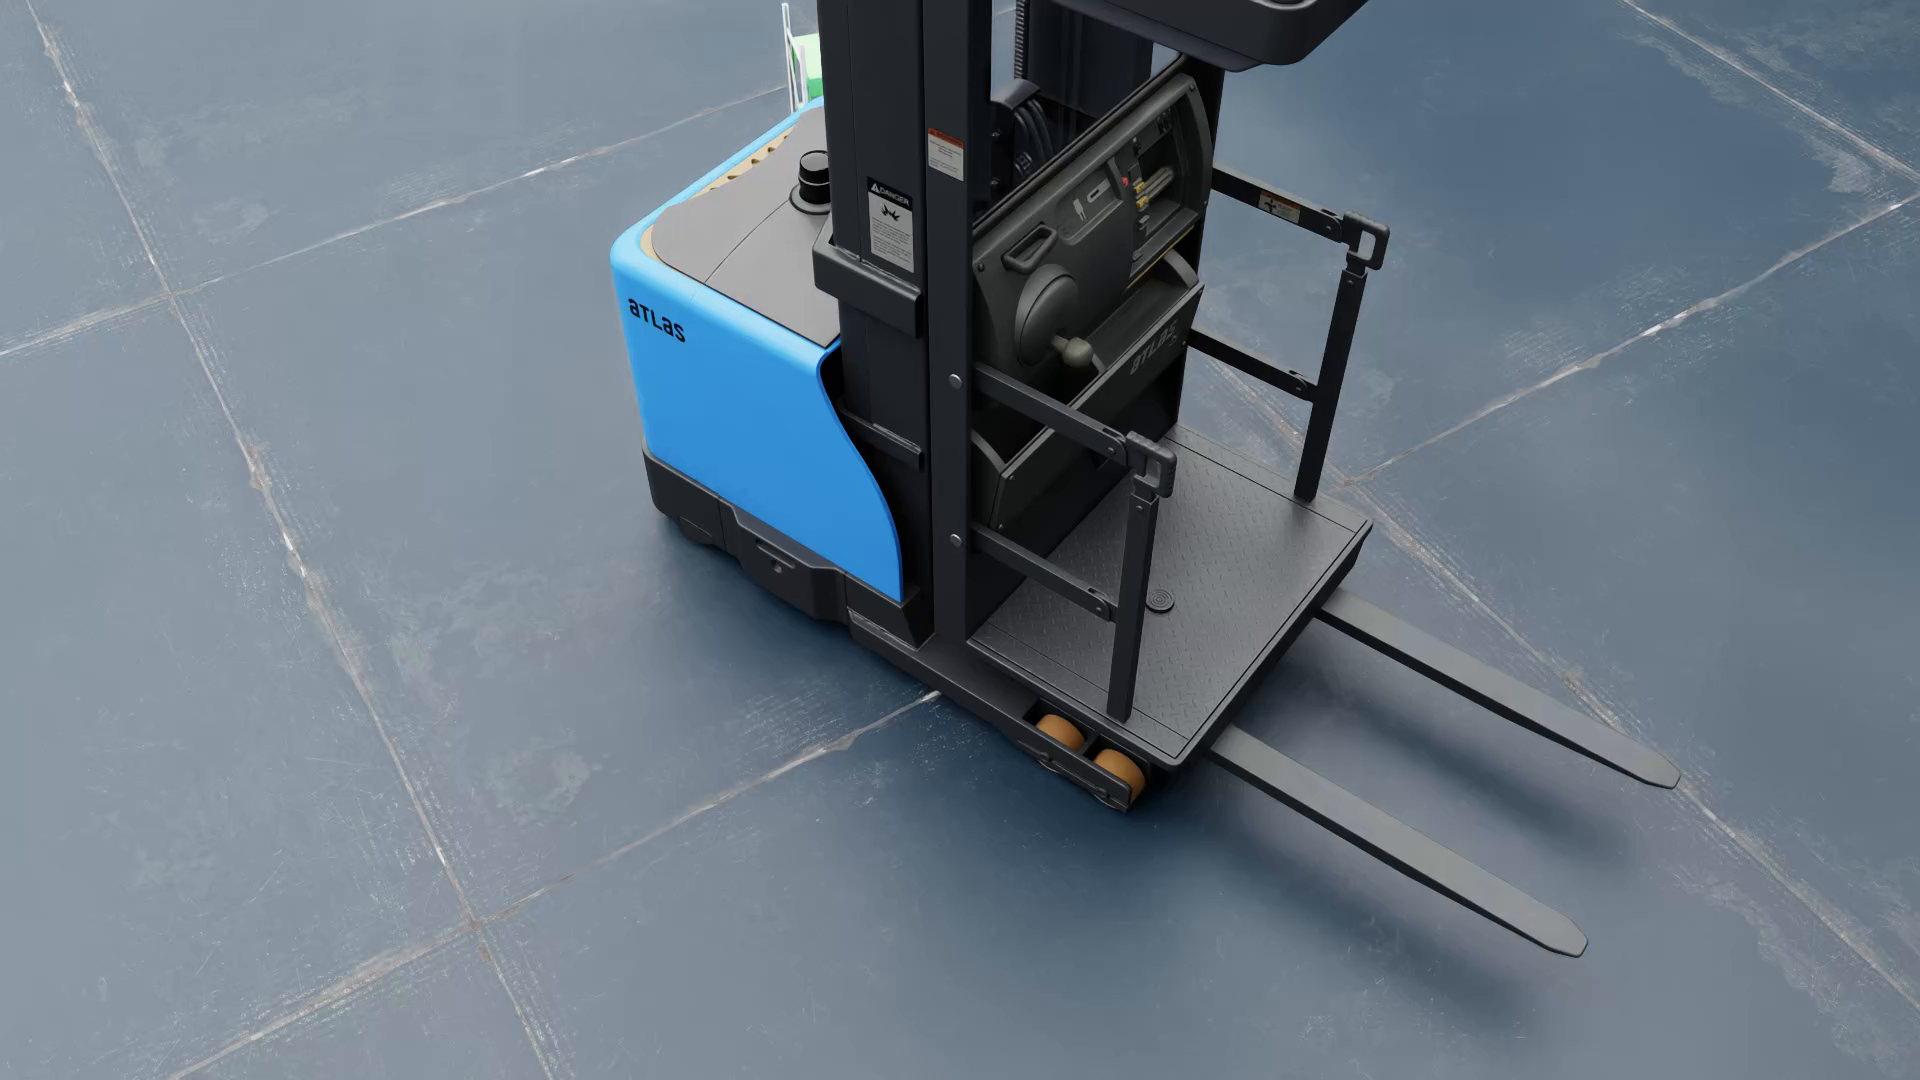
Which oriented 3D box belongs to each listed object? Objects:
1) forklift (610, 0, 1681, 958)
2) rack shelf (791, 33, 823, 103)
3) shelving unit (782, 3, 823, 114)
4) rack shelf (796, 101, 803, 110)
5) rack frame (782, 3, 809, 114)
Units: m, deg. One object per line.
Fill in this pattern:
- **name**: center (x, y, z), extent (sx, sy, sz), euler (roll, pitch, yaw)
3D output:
- **forklift**: center (0.502, -0.691, 3.902), extent (3.031, 2.935, 1.130), euler (29, 55, 24)
- **rack shelf**: center (-0.272, -1.493, 5.219), extent (0.480, 0.148, 0.258), euler (-13, 50, -11)
- **shelving unit**: center (-0.272, -1.217, 5.530), extent (0.503, 1.200, 0.258), euler (-13, 50, -11)
- **rack shelf**: center (-0.272, -1.334, 5.398), extent (0.480, 0.148, 0.258), euler (-13, 50, -11)
- **rack frame**: center (-0.505, -1.164, 5.483), extent (0.015, 1.200, 0.240), euler (-13, 50, -11)
